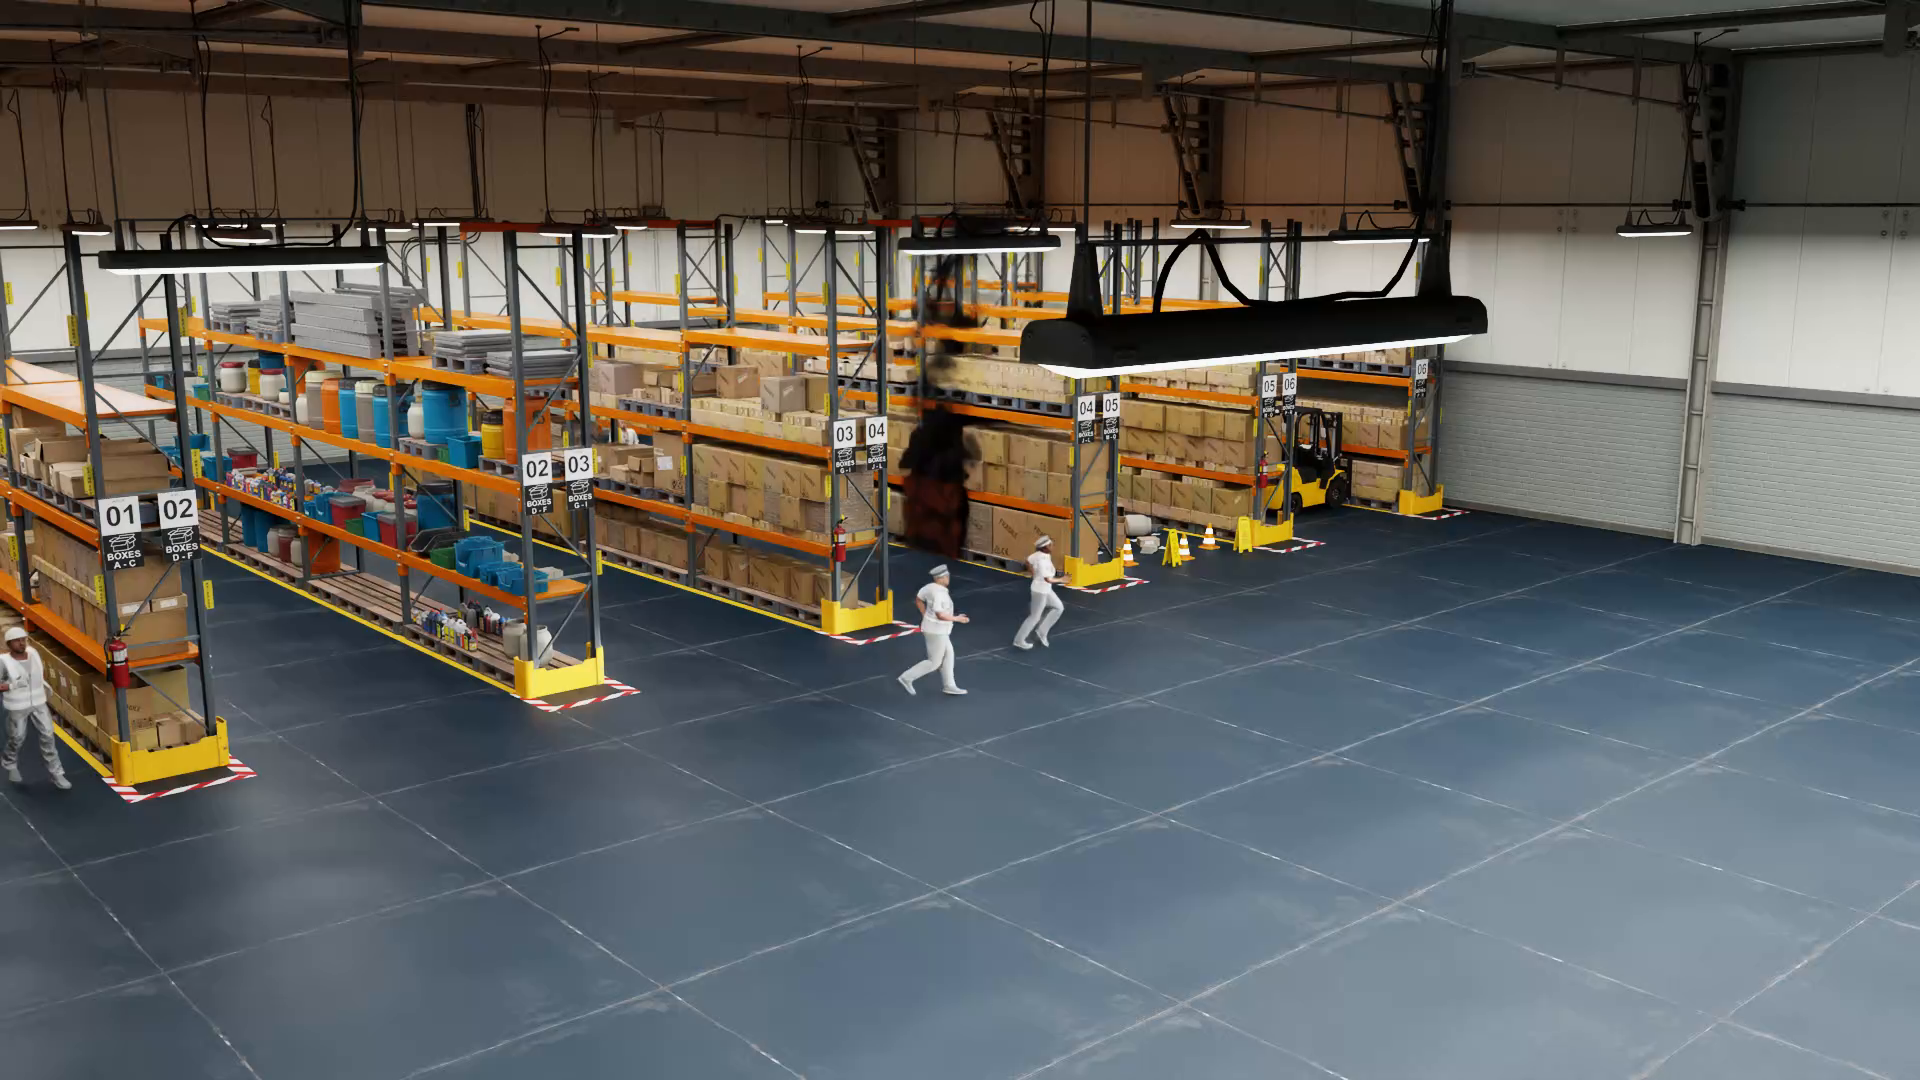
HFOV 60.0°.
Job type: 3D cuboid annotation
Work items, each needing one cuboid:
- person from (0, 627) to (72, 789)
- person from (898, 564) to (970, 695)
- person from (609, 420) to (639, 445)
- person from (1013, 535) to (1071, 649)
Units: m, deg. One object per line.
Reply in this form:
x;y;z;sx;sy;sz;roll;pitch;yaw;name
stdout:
-10.177;1.814;18.095;0.958;1.778;0.683;8;14;36;person
-0.360;1.190;21.532;0.950;1.763;0.647;-3;12;-12;person
-7.340;-1.800;36.424;0.707;1.754;0.657;-7;14;-33;person
1.183;0.735;23.908;0.830;1.671;0.584;1;11;3;person
